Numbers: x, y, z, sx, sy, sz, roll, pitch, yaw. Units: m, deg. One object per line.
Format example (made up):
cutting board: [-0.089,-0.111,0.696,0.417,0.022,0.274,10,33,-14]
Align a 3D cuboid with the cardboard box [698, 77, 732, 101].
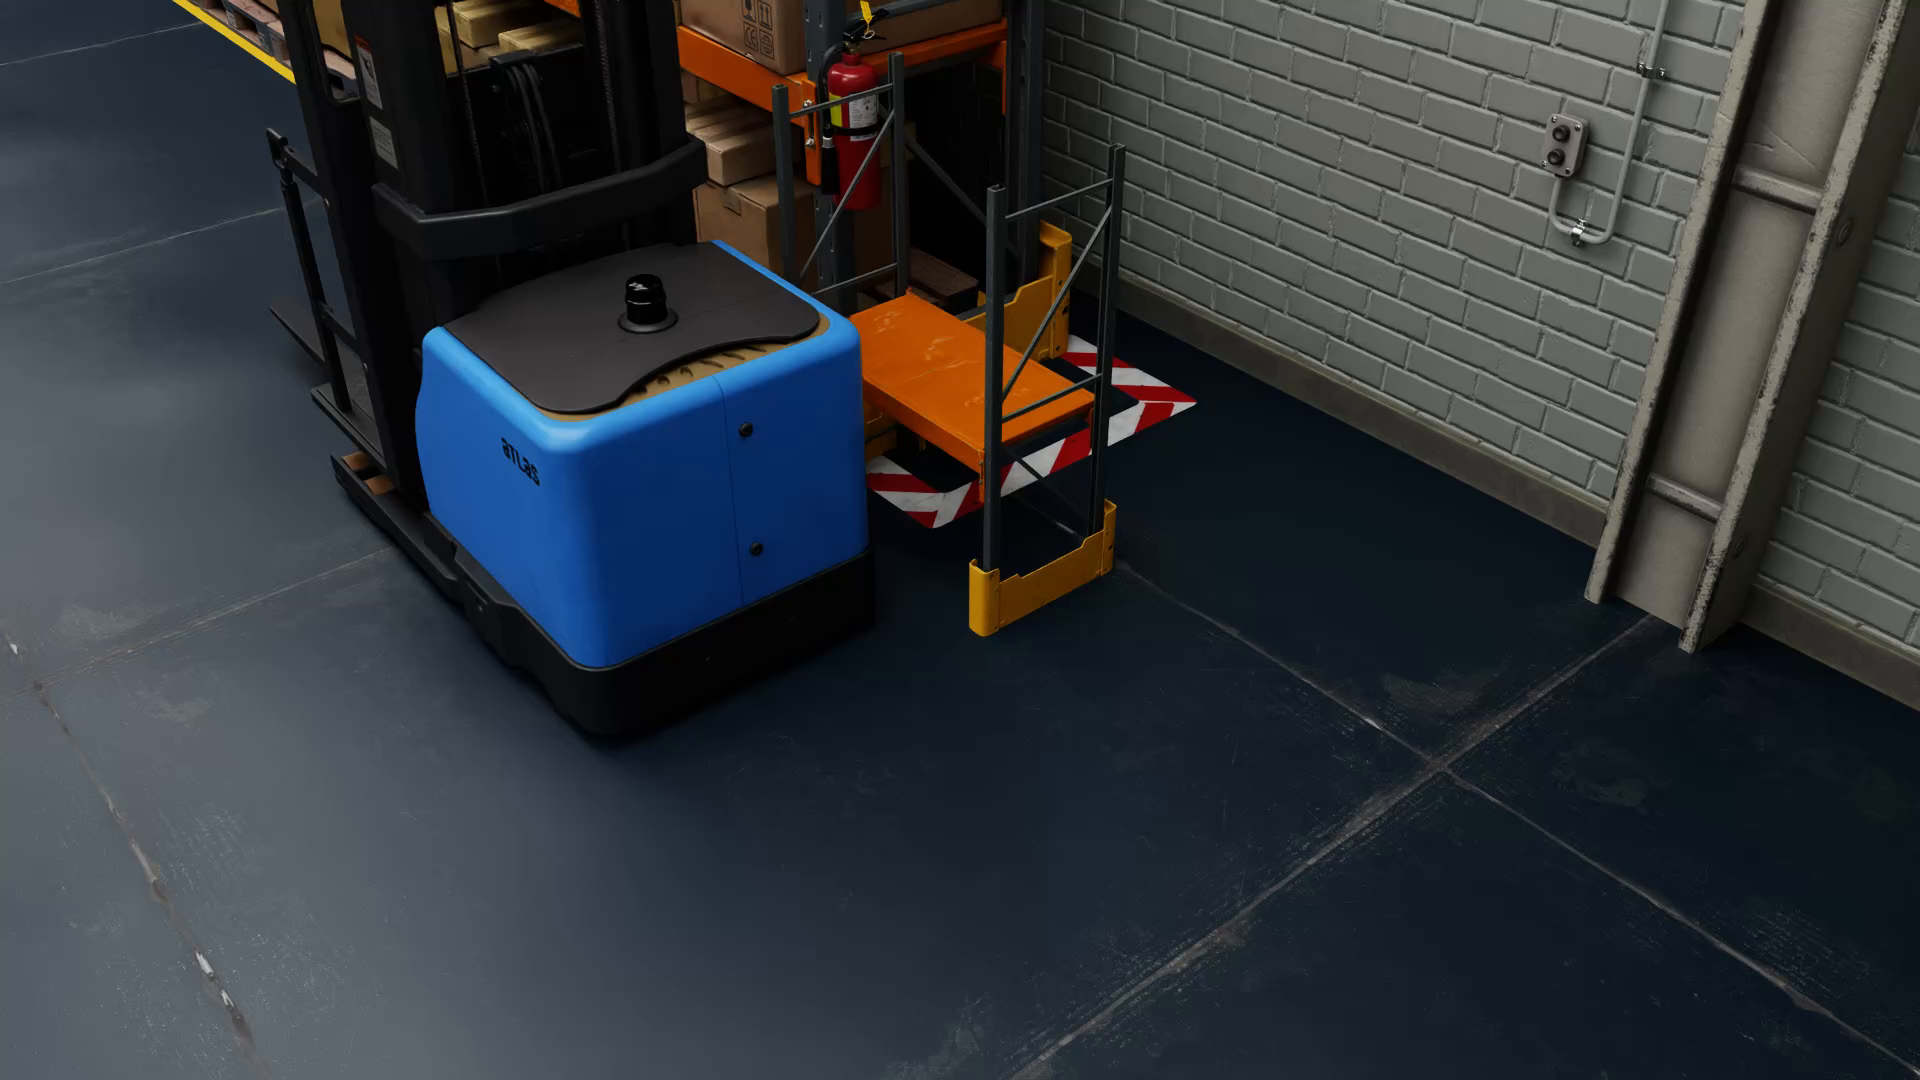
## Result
cardboard box: [-0.886,-1.918,7.101,0.380,0.149,0.250,-26,43,-31]

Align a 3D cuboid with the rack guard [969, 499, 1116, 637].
rack guard: [0.272,0.084,5.415,0.587,0.250,0.087,-26,43,-32]

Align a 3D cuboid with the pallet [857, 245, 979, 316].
pallet: [-0.678,-1.062,7.068,1.003,0.211,1.213,-26,43,-32]

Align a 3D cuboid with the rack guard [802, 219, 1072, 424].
rack guard: [-0.087,-0.846,6.512,1.175,0.500,0.348,-26,43,-32]

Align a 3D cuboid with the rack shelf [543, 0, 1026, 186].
rack shelf: [-1.393,-2.466,7.259,1.077,0.370,4.000,-26,43,-32]

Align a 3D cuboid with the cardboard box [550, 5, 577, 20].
cardboard box: [-1.709,-2.480,7.895,0.380,0.149,0.250,-28,44,-33]

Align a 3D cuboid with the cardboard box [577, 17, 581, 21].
cardboard box: [-1.547,-2.368,7.737,0.380,0.149,0.250,-26,43,-31]

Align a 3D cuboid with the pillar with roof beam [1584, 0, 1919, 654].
pillar with roof beam: [-0.988,-1.850,0.576,9.100,9.000,0.400,-26,43,-32]

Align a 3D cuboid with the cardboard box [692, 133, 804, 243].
cardboard box: [-0.954,-1.521,7.101,0.700,0.500,0.500,-26,43,-32]

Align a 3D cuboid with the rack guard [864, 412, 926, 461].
rack guard: [-0.371,-0.356,6.036,0.587,0.250,0.087,-26,43,-32]

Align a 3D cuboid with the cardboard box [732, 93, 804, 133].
cardboard box: [-0.725,-1.807,6.944,0.380,0.149,0.250,-26,43,-32]

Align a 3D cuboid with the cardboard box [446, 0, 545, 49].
cardboard box: [-2.198,-2.471,7.882,0.380,0.149,0.250,-24,42,-30]

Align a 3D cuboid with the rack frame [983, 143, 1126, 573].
rack frame: [0.273,-0.425,5.053,0.500,1.500,0.032,-26,43,-32]

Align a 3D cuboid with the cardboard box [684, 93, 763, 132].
cardboard box: [-1.018,-1.666,6.745,0.380,0.149,0.250,-25,42,-31]

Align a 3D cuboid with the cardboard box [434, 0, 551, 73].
cardboard box: [-2.279,-2.426,8.379,0.700,0.500,0.500,-25,43,-31]

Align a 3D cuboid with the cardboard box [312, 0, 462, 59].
cardboard box: [-3.203,-3.175,9.135,0.750,0.750,0.750,-25,43,-31]

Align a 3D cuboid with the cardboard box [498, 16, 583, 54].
cardboard box: [-1.861,-2.241,7.557,0.380,0.149,0.250,-27,44,-33]

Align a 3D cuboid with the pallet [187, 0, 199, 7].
pallet: [-4.814,-3.895,11.066,1.003,0.211,1.213,-26,43,-32]

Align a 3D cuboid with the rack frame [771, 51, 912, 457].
rack frame: [-0.383,-0.874,5.687,0.500,1.500,0.032,-26,43,-32]

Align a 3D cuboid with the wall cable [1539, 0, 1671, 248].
wall cable: [1.446,-2.079,5.211,0.084,1.984,1.851,-26,43,-32]

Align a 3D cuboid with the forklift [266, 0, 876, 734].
forklift: [-1.585,-1.419,5.218,1.130,2.935,3.031,-25,42,-31]

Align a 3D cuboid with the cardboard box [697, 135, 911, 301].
cardboard box: [-0.631,-1.300,6.789,0.700,0.500,0.500,-26,43,-32]

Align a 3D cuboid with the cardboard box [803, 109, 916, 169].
cardboard box: [-0.397,-1.584,6.629,0.380,0.149,0.250,-26,43,-31]

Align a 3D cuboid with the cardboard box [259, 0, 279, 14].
cardboard box: [-3.778,-3.567,9.687,0.750,0.750,0.750,-25,42,-30]

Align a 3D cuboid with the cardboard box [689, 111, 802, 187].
cardboard box: [-0.853,-1.553,6.586,0.380,0.149,0.250,-27,43,-32]

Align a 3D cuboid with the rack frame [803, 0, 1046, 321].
rack frame: [-0.102,-1.877,5.804,1.000,3.000,0.127,-26,43,-32]

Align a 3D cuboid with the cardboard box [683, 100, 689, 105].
cardboard box: [-1.279,-1.742,7.414,0.700,0.500,0.500,-28,44,-33]

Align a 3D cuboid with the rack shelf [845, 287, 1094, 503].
rack shelf: [-0.055,-0.503,5.474,0.538,0.185,1.000,-26,43,-32]

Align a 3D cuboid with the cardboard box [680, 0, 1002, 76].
cardboard box: [-0.439,-2.220,6.030,0.980,0.700,0.700,-24,42,-30]

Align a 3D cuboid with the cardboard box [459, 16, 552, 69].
cardboard box: [-1.958,-2.203,8.064,0.700,0.500,0.500,-26,43,-32]

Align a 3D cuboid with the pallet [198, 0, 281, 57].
pallet: [-4.031,-3.356,10.306,1.003,0.211,1.213,-26,43,-32]

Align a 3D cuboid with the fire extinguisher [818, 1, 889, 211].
fire extinguisher: [-0.358,-1.454,5.598,0.296,0.674,0.183,-26,43,-32]

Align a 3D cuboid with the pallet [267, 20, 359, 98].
pallet: [-3.239,-2.817,9.545,1.003,0.211,1.213,-26,43,-32]

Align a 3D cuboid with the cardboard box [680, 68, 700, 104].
cardboard box: [-1.051,-2.030,7.259,0.380,0.149,0.250,-25,42,-31]

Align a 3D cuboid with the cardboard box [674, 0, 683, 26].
cardboard box: [-0.917,-2.538,6.478,0.980,0.700,0.700,-26,43,-32]

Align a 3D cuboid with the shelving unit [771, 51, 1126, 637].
shelving unit: [-0.049,-0.646,5.364,0.587,1.500,1.083,-26,43,-32]
